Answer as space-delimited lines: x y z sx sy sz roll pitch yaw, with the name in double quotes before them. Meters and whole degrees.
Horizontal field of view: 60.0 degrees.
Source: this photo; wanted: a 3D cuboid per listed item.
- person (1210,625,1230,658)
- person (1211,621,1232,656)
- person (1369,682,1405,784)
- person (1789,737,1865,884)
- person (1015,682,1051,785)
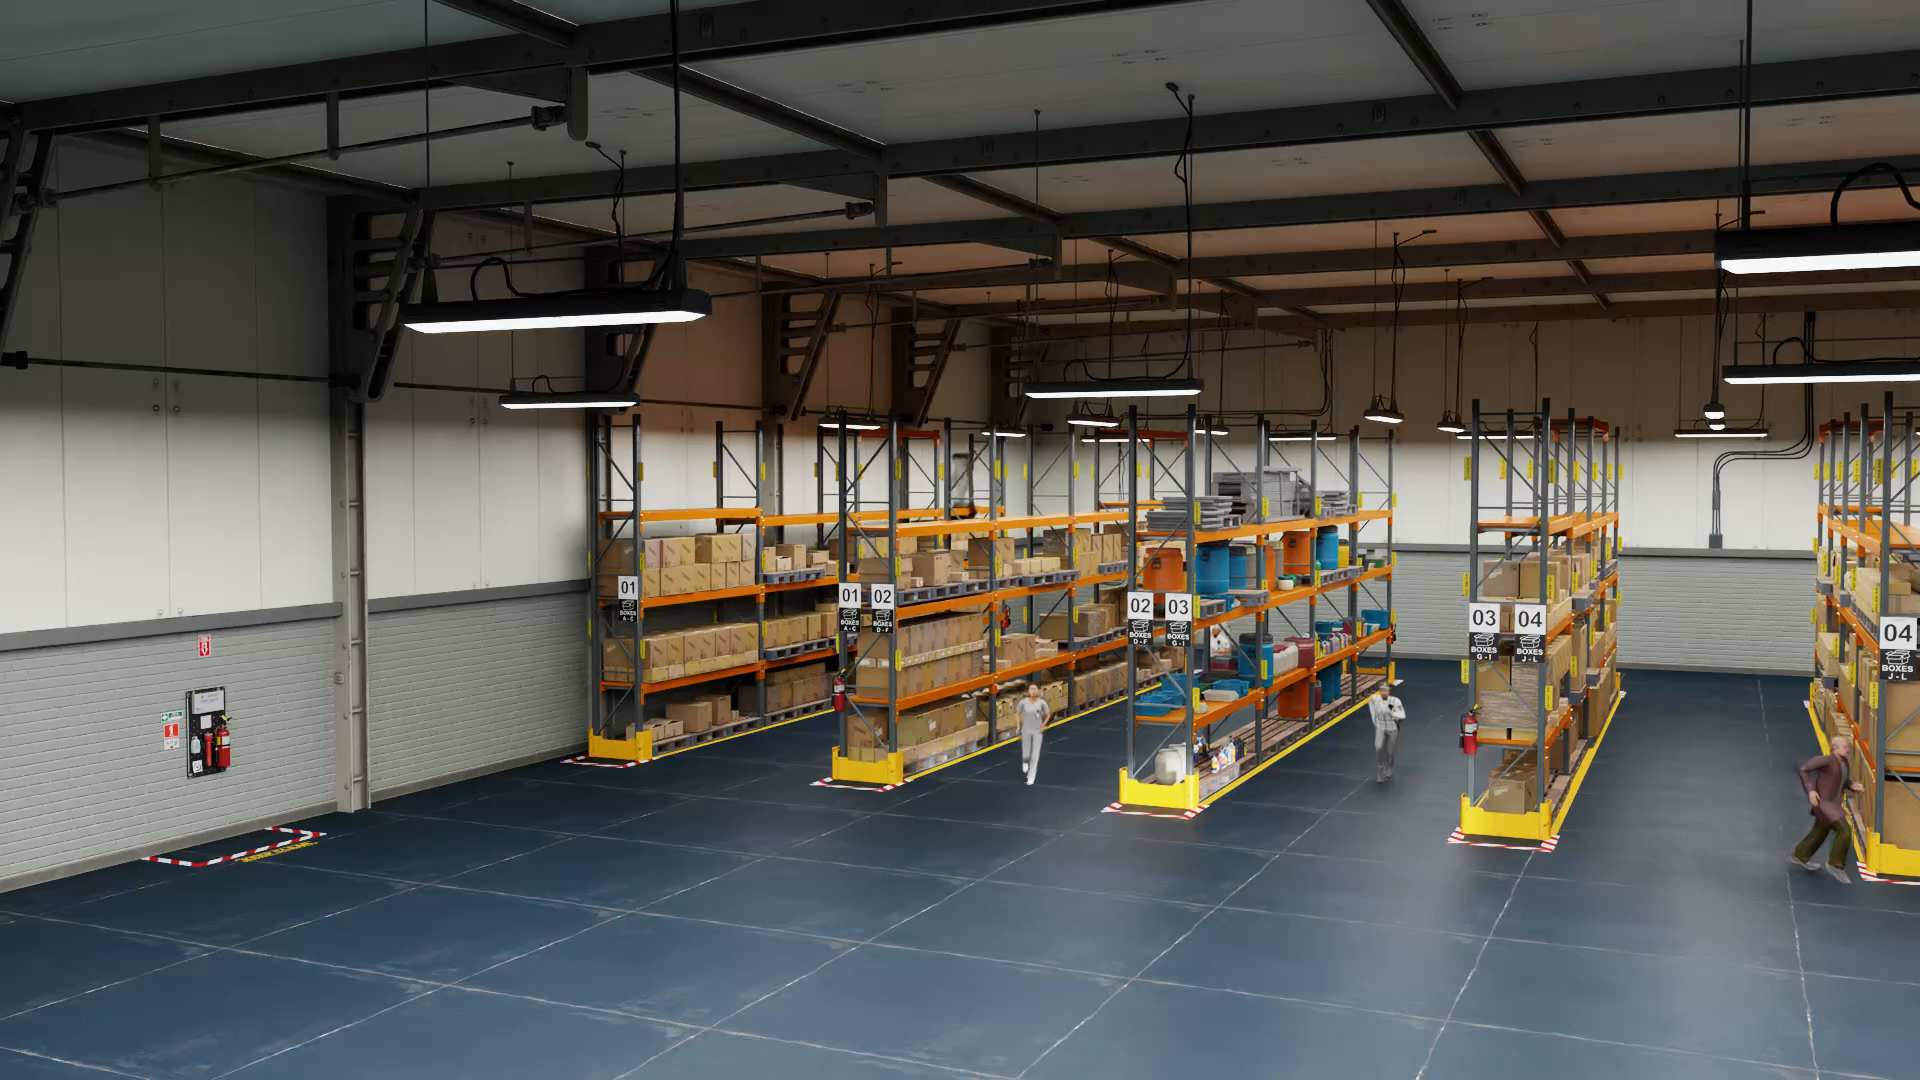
"person" 5.609 2.701 36.188 0.585 1.705 0.713 1 3 28
"person" 6.521 2.482 41.477 0.663 1.680 0.708 -1 3 -31
"person" 6.869 3.074 26.780 0.602 1.646 0.861 1 2 20
"person" 10.652 3.321 20.495 0.728 1.751 0.905 -2 3 -34
"person" 1.169 3.097 26.766 0.578 1.626 0.576 0 2 2
